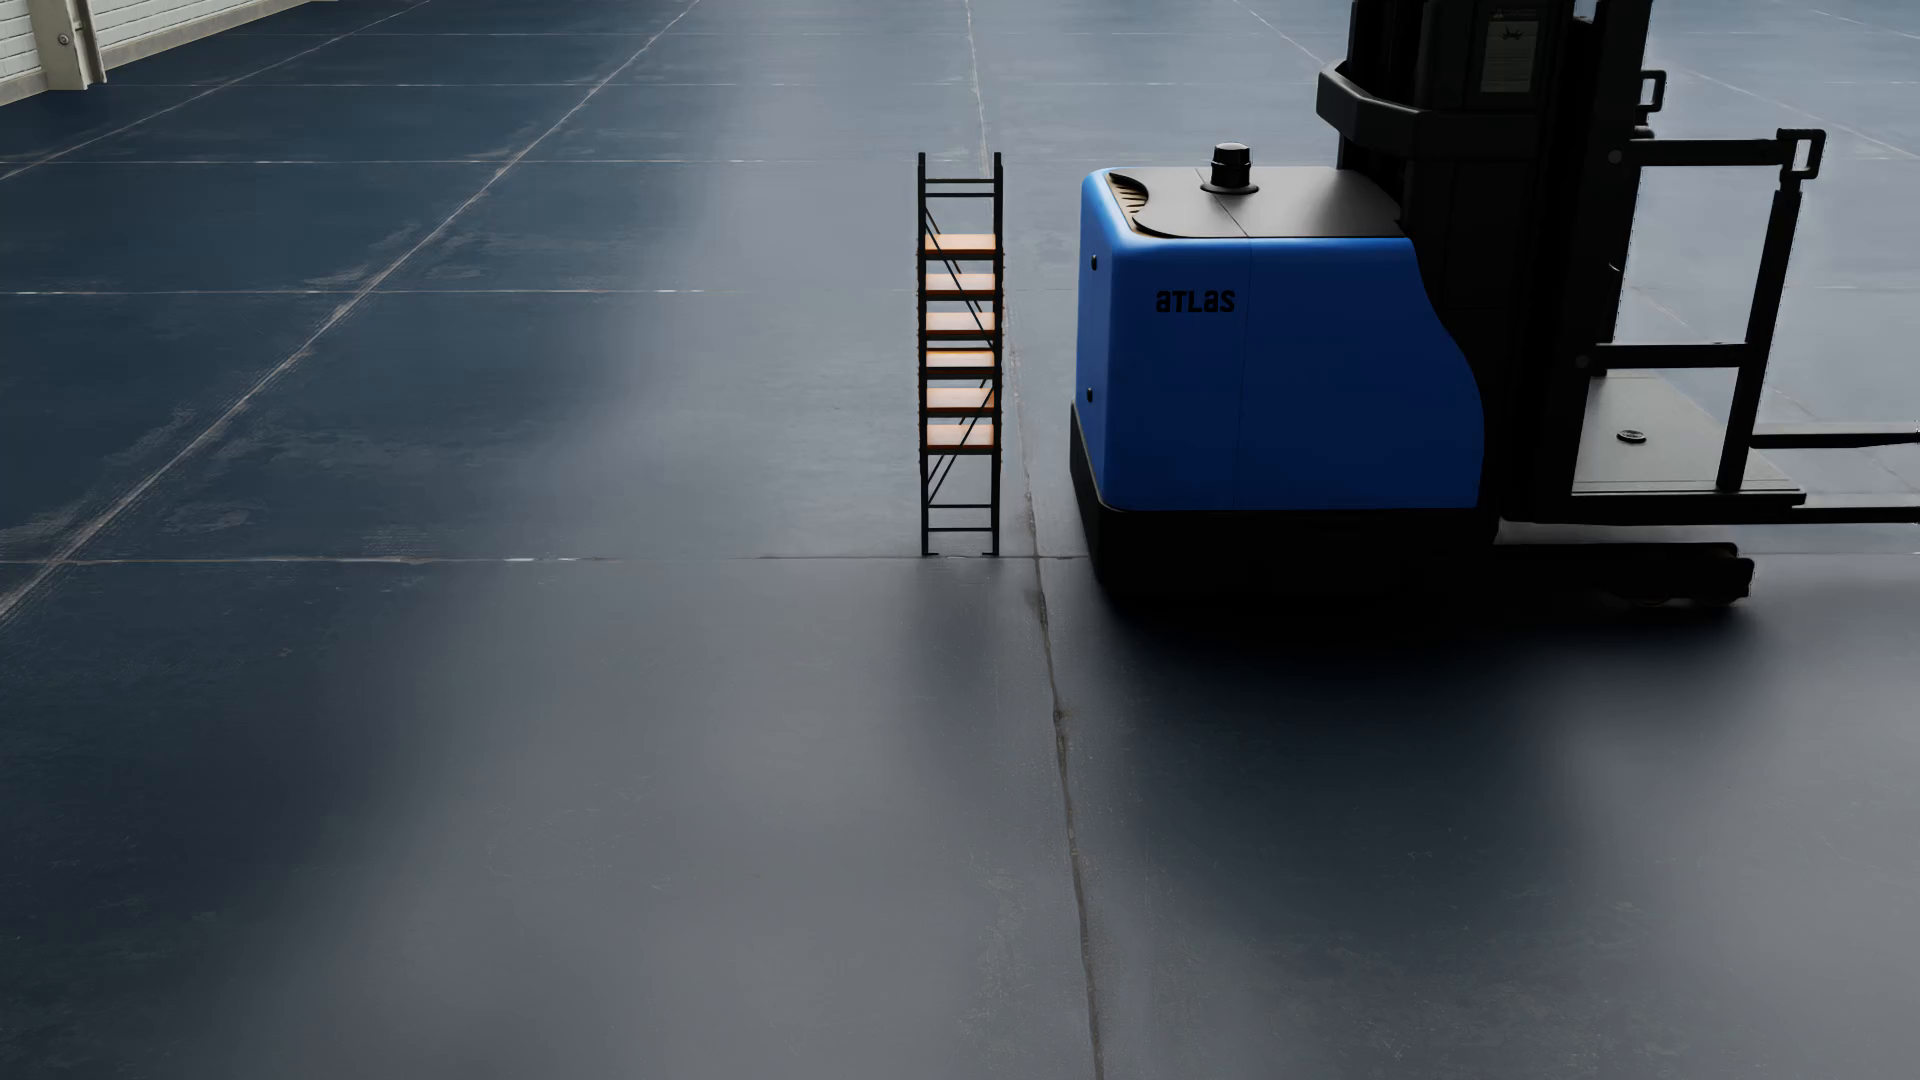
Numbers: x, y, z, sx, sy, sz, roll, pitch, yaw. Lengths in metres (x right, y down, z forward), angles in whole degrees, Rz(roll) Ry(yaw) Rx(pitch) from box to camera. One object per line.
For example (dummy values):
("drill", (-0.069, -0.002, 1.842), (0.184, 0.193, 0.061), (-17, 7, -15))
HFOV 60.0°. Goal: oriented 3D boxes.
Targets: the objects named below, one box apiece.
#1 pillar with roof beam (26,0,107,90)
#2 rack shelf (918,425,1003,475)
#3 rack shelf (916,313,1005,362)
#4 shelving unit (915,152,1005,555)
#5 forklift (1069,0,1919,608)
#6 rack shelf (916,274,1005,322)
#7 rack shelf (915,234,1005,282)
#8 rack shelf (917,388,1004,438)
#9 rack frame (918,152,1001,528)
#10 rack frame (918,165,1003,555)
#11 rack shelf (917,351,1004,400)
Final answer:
("pillar with roof beam", (-2.741, -7.743, 11.451), (9.100, 9.000, 0.400), (0, 24, -1))
("rack shelf", (0.000, -0.282, 5.107), (0.258, 0.103, 0.180), (0, 24, -1))
("rack shelf", (0.000, -0.610, 4.958), (0.258, 0.103, 0.180), (0, 24, -1))
("shelving unit", (0.000, -0.541, 4.990), (0.258, 1.200, 0.189), (0, 24, -1))
("forklift", (1.896, -1.358, 4.696), (3.031, 2.935, 1.130), (-1, 24, -2))
("rack shelf", (0.000, -0.719, 4.909), (0.258, 0.103, 0.180), (0, 24, -1))
("rack shelf", (0.000, -0.828, 4.860), (0.258, 0.103, 0.180), (0, 24, -1))
("rack shelf", (0.000, -0.391, 5.057), (0.258, 0.103, 0.180), (0, 24, -1))
("rack frame", (-0.001, -0.578, 5.073), (0.240, 1.200, 0.006), (0, 24, -1))
("rack frame", (0.001, -0.503, 4.906), (0.240, 1.200, 0.006), (0, 24, -1))
("rack shelf", (0.000, -0.500, 5.008), (0.258, 0.103, 0.180), (0, 24, -1))
